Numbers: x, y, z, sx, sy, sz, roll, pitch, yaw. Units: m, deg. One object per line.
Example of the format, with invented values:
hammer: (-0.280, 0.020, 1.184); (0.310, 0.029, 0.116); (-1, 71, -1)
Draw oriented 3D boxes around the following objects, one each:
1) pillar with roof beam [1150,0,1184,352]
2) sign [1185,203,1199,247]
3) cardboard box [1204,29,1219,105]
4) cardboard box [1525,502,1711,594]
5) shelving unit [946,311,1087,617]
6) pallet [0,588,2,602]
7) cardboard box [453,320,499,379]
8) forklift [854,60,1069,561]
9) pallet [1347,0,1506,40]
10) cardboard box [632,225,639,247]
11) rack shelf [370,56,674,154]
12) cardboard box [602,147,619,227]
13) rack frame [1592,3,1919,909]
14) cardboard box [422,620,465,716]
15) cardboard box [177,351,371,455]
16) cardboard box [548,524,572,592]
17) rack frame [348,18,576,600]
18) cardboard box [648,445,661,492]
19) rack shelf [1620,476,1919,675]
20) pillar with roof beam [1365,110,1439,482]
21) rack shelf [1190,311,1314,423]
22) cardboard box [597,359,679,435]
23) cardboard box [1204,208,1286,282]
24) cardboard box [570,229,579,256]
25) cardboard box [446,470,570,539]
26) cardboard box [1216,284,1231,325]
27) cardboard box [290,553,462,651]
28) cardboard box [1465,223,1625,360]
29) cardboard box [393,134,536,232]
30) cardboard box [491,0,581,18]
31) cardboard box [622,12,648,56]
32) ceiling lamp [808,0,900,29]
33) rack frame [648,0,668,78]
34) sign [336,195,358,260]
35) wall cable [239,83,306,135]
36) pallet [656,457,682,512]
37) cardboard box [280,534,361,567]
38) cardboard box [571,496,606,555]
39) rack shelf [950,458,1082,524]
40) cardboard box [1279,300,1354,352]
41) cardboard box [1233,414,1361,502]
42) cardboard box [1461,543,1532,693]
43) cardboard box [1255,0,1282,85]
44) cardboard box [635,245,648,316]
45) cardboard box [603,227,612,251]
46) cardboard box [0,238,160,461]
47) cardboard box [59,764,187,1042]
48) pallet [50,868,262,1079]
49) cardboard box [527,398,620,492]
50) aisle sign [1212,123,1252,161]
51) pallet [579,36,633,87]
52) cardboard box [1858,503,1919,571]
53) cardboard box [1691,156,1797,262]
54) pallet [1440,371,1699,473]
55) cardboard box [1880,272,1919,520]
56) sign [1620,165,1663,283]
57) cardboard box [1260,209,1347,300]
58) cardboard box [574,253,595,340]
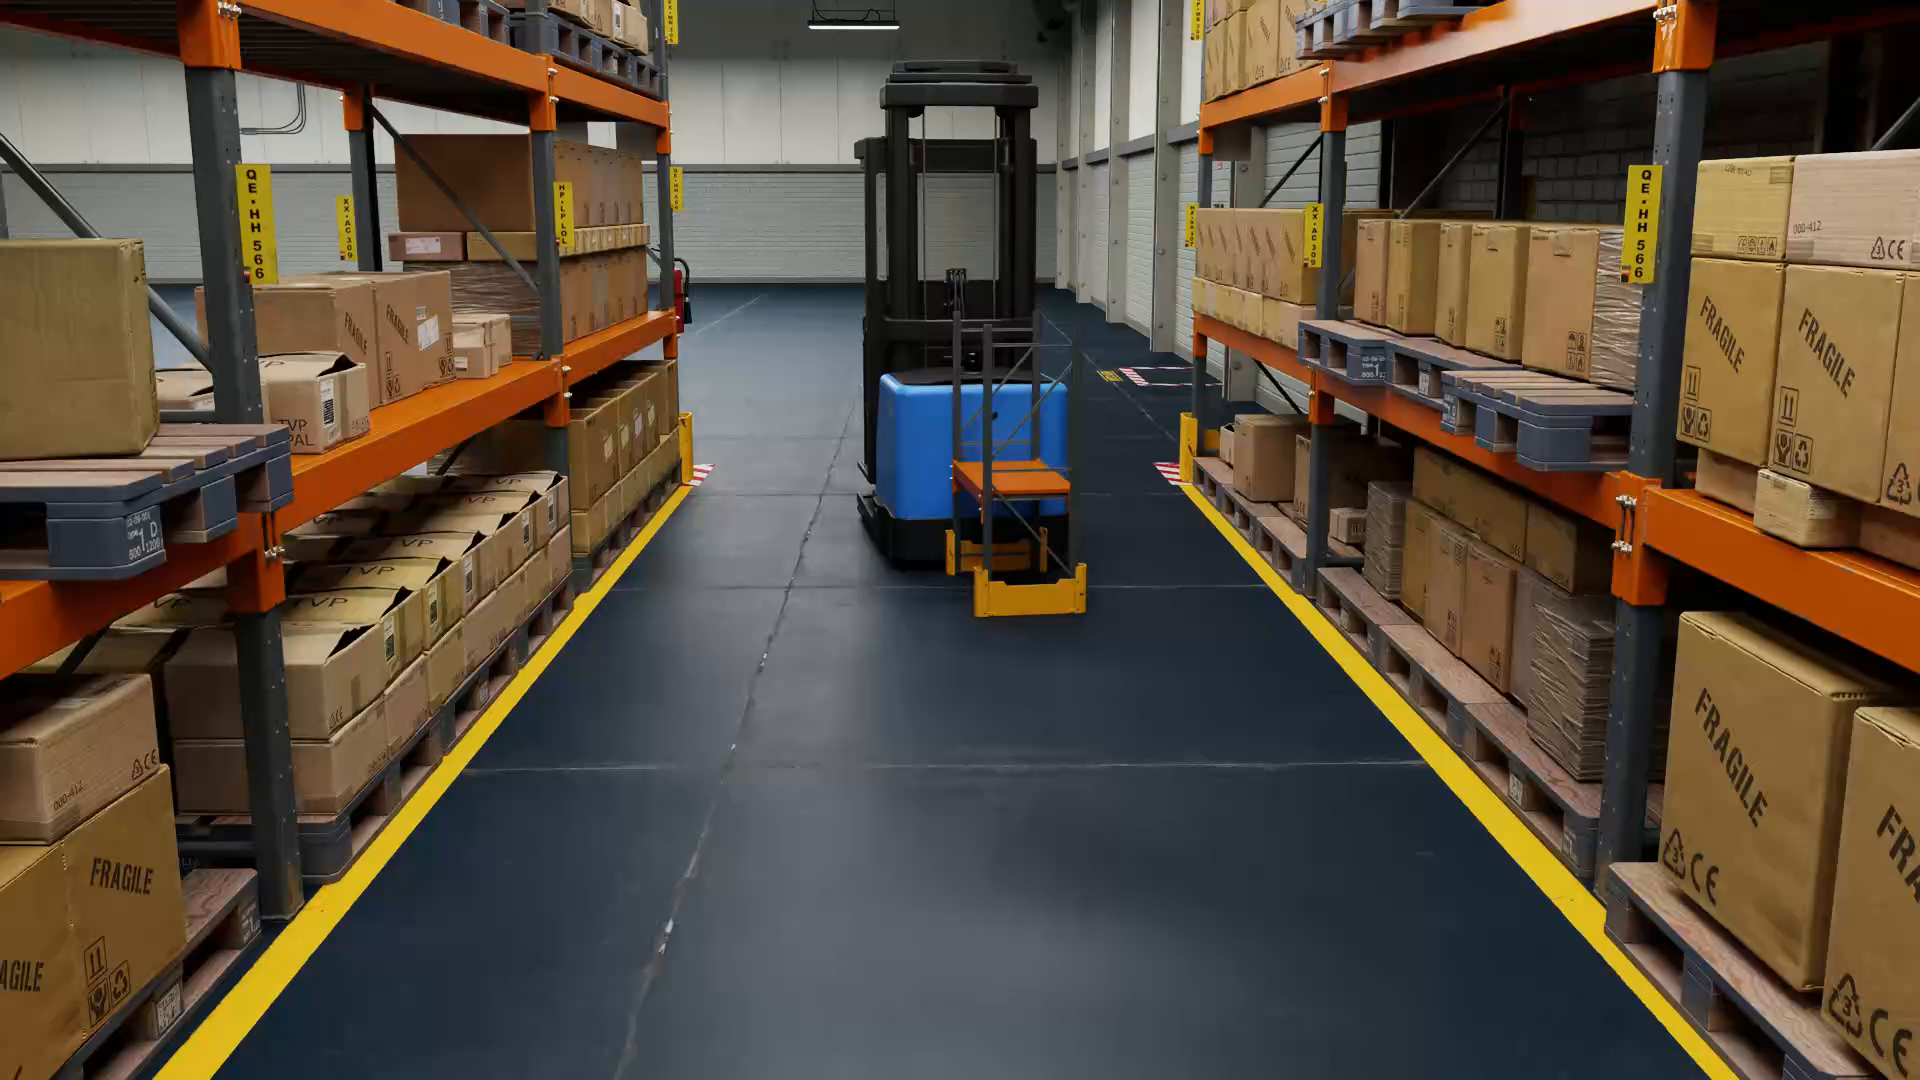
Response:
pillar with roof beam: (-1.379, -7.124, 23.043); (9.100, 9.000, 0.400); (0, 11, -1)
sign: (1.752, -2.374, 12.540); (0.100, 0.325, 0.005); (0, 11, -1)
cardboard box: (2.051, -3.414, 11.994); (0.500, 0.500, 0.500); (0, 11, 0)
cardboard box: (2.443, 0.024, 6.193); (0.500, 0.250, 0.500); (0, 11, 0)
shelving unit: (0.288, -0.451, 9.011); (0.587, 1.500, 1.083); (-2, 12, -9)
pallet: (-2.448, 0.140, 2.808); (1.003, 0.211, 1.213); (0, 11, -1)
cardboard box: (-2.374, -0.896, 7.770); (0.396, 0.266, 0.258); (-1, 11, -3)
forklift: (-0.099, -1.560, 10.877); (1.130, 2.935, 3.031); (-2, 12, -9)
pallet: (2.308, -2.206, 6.815); (1.213, 0.211, 1.003); (0, 11, -1)
cardboard box: (-2.448, -2.120, 11.581); (0.380, 0.149, 0.250); (0, 11, -2)
rack shelf: (-2.617, -2.651, 10.347); (1.077, 0.370, 4.000); (0, 11, -1)
cardboard box: (-2.633, -2.308, 10.876); (0.700, 0.500, 0.500); (0, 11, -1)
rack frame: (2.460, -0.362, 4.799); (1.000, 3.000, 0.127); (0, 11, -1)
cardboard box: (-2.238, 0.492, 6.447); (0.500, 0.250, 0.500); (-1, 11, -3)
cardboard box: (-2.318, -0.476, 5.584); (0.500, 0.311, 0.500); (0, 11, -2)
cardboard box: (-2.277, 0.087, 8.445); (0.500, 0.250, 0.500); (0, 11, -2)
rack frame: (-2.576, -1.136, 8.614); (1.000, 3.000, 0.127); (0, 11, -1)
cardboard box: (-2.317, -0.485, 11.266); (0.500, 0.250, 0.500); (0, 11, -1)
rack shelf: (2.501, 0.388, 2.911); (1.077, 0.370, 4.000); (0, 11, -1)
pillar with roof beam: (-1.131, -4.739, 11.285); (9.100, 9.000, 0.400); (0, 11, -1)
rack shelf: (2.336, -1.202, 10.749); (1.077, 0.370, 4.000); (0, 11, -1)
cardboard box: (-2.350, -1.051, 12.171); (0.500, 0.500, 0.500); (0, 11, -1)
cardboard box: (2.004, -2.062, 11.617); (0.500, 0.500, 0.500); (0, 11, -1)
cardboard box: (-2.407, -1.710, 9.563); (0.380, 0.149, 0.250); (0, 11, -2)
cardboard box: (-2.281, -0.190, 8.399); (0.500, 0.311, 0.500); (0, 11, -1)
cardboard box: (2.016, -1.586, 11.158); (0.500, 0.250, 0.500); (0, 11, -2)
cardboard box: (-2.238, 0.215, 6.404); (0.500, 0.311, 0.500); (-1, 11, -3)
cardboard box: (2.392, -0.967, 6.426); (0.700, 0.500, 0.500); (0, 11, -1)
cardboard box: (-2.591, -1.909, 8.910); (0.700, 0.500, 0.500); (0, 11, -1)
cardboard box: (-2.322, -3.031, 8.749); (0.500, 0.500, 0.500); (1, 11, 4)
cardboard box: (-2.371, -3.374, 11.071); (0.500, 0.250, 0.500); (0, 11, -1)
ceiling lamp: (-2.326, -12.792, 36.300); (2.000, 3.185, 0.800); (0, 11, -1)
rack frame: (-2.658, -4.871, 11.937); (1.000, 3.000, 0.127); (0, 11, -1)
sign: (-3.131, -1.596, 8.507); (0.100, 0.325, 0.005); (0, 11, -1)
wall cable: (-18.187, -12.884, 42.881); (2.305, 6.003, 0.169); (0, 11, -1)
pallet: (-2.601, -0.413, 12.062); (1.003, 0.211, 1.213); (0, 11, -1)
cardboard box: (-2.783, 0.120, 6.874); (0.500, 0.311, 0.500); (0, 11, 0)
cardboard box: (-2.282, -0.088, 9.306); (0.500, 0.250, 0.500); (0, 11, -1)
rack shelf: (0.287, -0.277, 9.056); (0.538, 0.185, 1.000); (-2, 12, -9)
cardboard box: (2.064, -1.186, 9.189); (0.500, 0.250, 0.500); (0, 11, -1)
cardboard box: (2.195, -0.545, 10.884); (0.700, 0.500, 0.500); (-1, 12, -5)
cardboard box: (2.460, 0.303, 6.701); (0.700, 0.500, 0.500); (0, 11, -1)
cardboard box: (2.072, -2.996, 9.936); (0.500, 0.500, 0.500); (-1, 11, -3)
cardboard box: (-2.661, -1.887, 12.066); (0.700, 0.500, 0.500); (0, 11, -1)
cardboard box: (-2.426, -1.914, 10.569); (0.380, 0.149, 0.250); (0, 11, -2)
cardboard box: (-2.367, -0.471, 4.028); (0.700, 0.500, 0.500); (-4, 12, -20)
cardboard box: (-2.239, 0.854, 3.988); (0.500, 0.500, 0.500); (0, 11, 1)
pallet: (-2.515, 1.174, 4.240); (1.003, 0.211, 1.213); (0, 11, -1)
cardboard box: (-2.290, -0.555, 9.722); (0.500, 0.500, 0.500); (0, 11, -1)
aisle sign: (1.993, -3.239, 12.443); (0.394, 0.787, 0.004); (0, 11, -1)
pallet: (-2.641, -2.974, 10.352); (1.003, 0.211, 1.213); (0, 11, -1)
cardboard box: (2.281, -0.029, 3.741); (0.380, 0.149, 0.250); (0, 11, -2)
cardboard box: (2.212, -0.837, 4.204); (0.500, 0.250, 0.500); (0, 11, 0)
pallet: (2.338, -0.409, 5.514); (1.213, 0.211, 1.003); (0, 11, -1)
cardboard box: (2.224, -0.266, 3.277); (0.500, 0.500, 0.500); (0, 11, -1)
sign: (1.917, -0.886, 4.671); (0.100, 0.325, 0.005); (0, 11, -1)
cardboard box: (2.042, -1.653, 9.602); (0.500, 0.500, 0.500); (0, 11, -1)
cardboard box: (-2.615, -1.478, 10.047); (0.700, 0.500, 0.500); (0, 11, 0)
